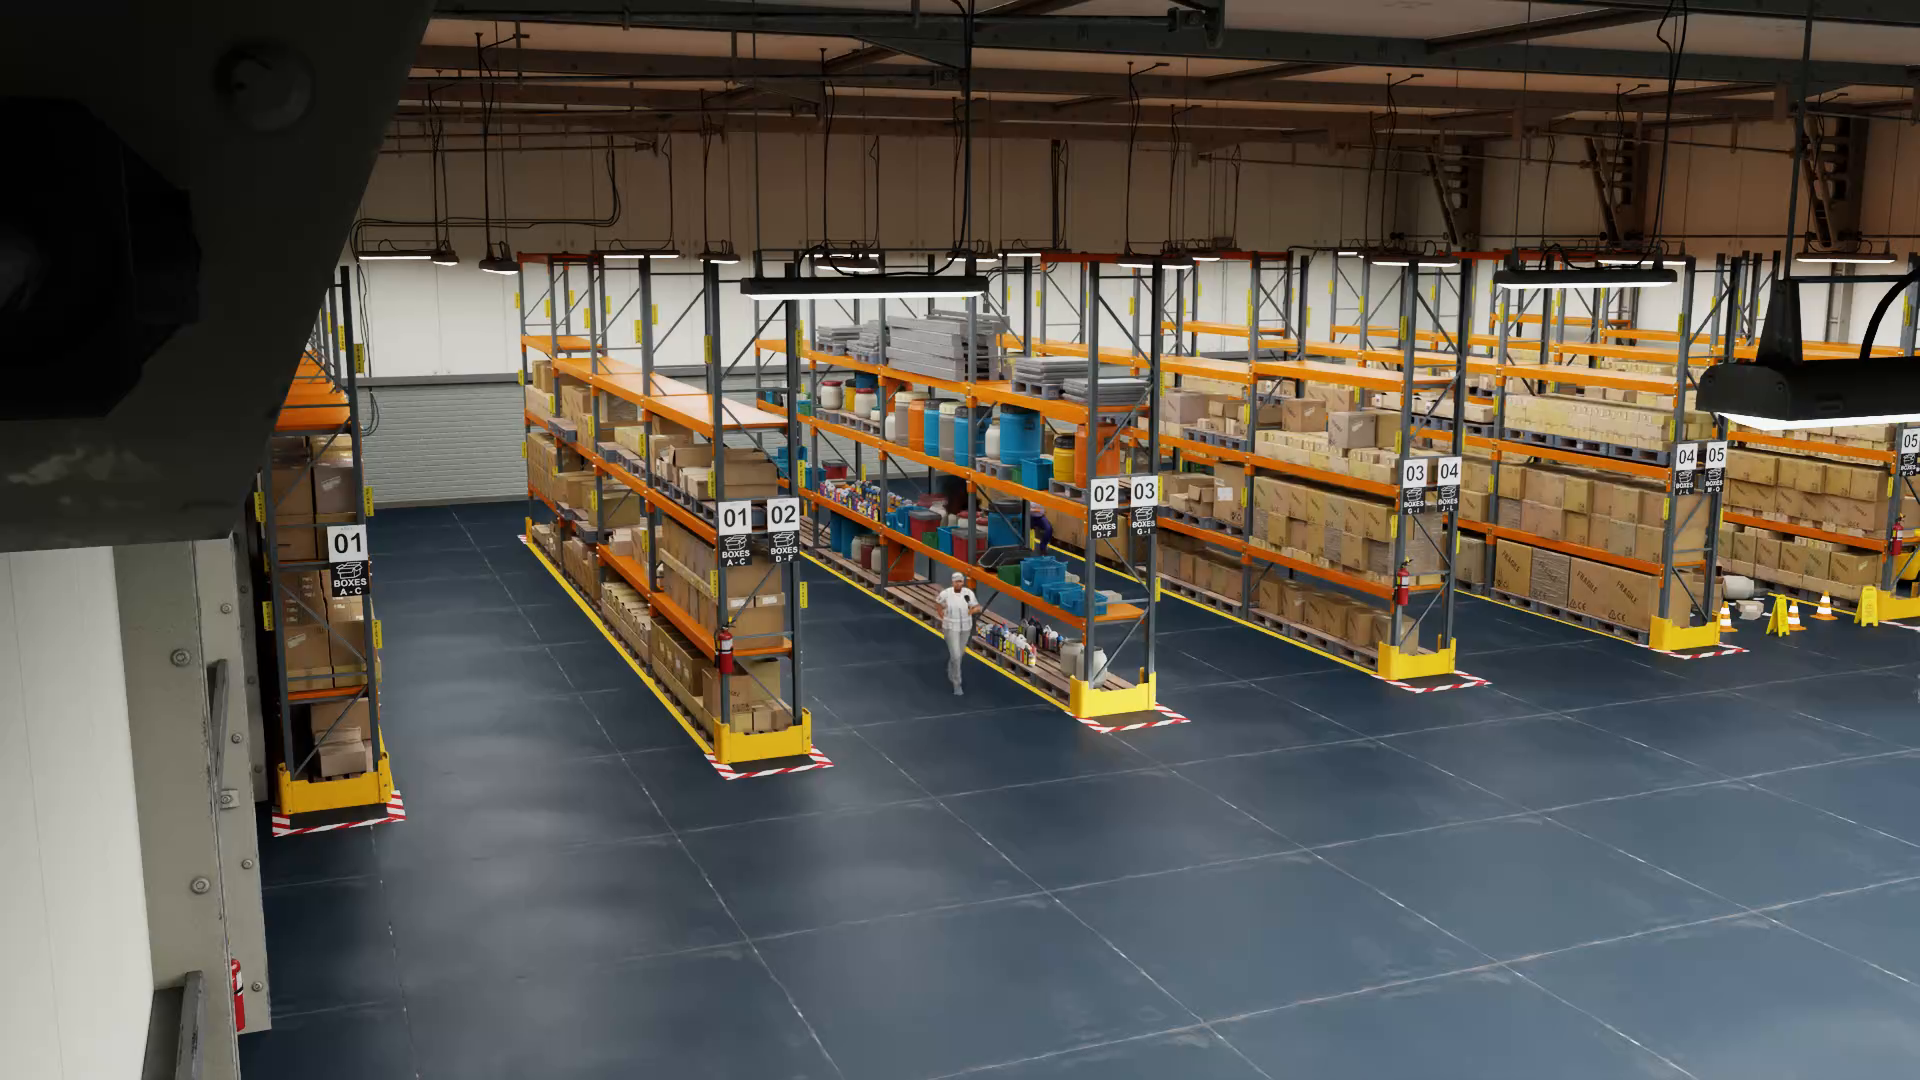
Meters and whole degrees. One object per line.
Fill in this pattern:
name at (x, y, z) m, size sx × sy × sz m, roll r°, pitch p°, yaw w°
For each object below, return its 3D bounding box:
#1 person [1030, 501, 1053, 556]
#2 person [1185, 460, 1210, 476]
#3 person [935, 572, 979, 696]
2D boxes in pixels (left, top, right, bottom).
person at (1.436, -0.370, 32.314) m, size 0.612 × 1.612 × 0.946 m, roll -5°, pitch 11°, yaw -24°
person at (5.985, -2.185, 42.129) m, size 0.780 × 1.748 × 0.663 m, roll -8°, pitch 13°, yaw -36°
person at (-0.018, 1.285, 23.439) m, size 0.581 × 1.720 × 0.785 m, roll -4°, pitch 11°, yaw -19°
